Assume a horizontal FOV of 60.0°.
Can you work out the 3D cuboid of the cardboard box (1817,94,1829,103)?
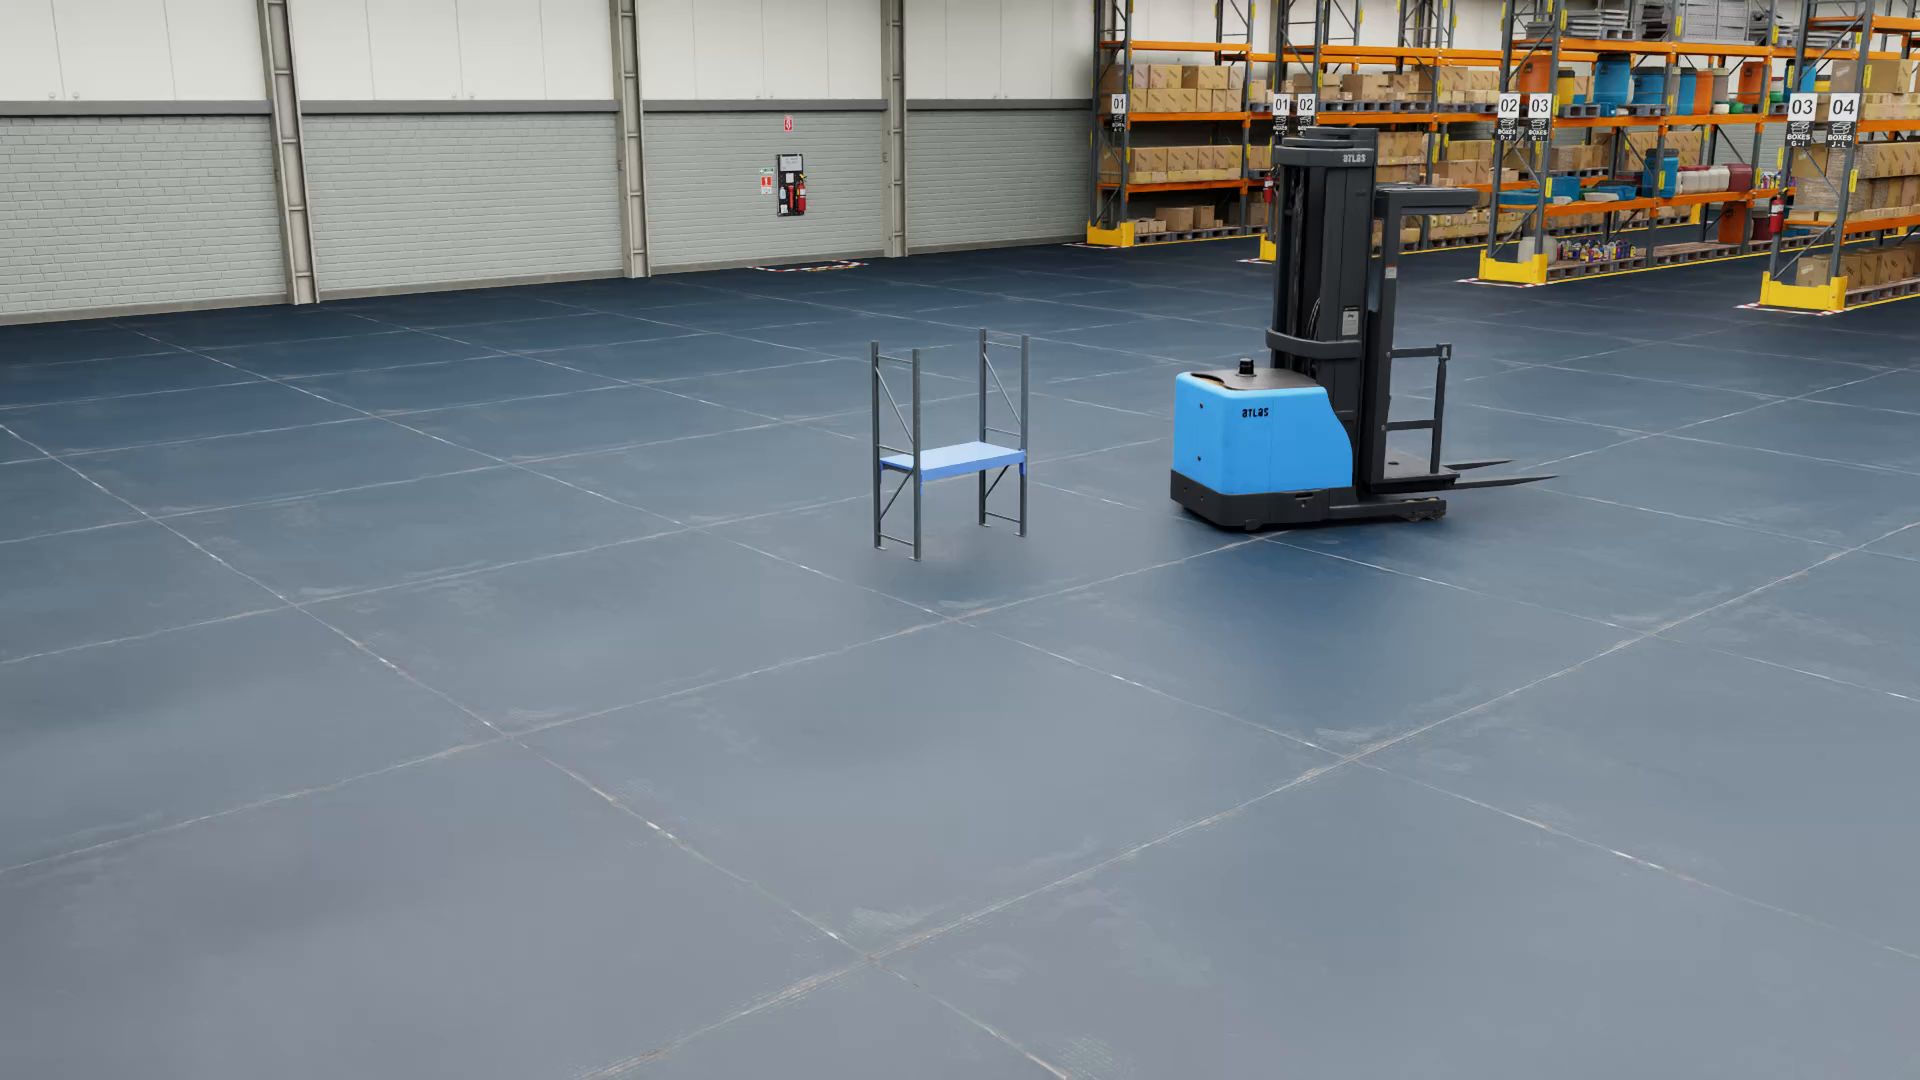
[{"bbox_3d":[13.011,-6.741,25.380,0.250,0.149,0.380,-13,19,-39],"label":"cardboard box"}]

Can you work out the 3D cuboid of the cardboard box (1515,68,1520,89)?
[{"bbox_3d":[12.875,-10.402,37.435,0.500,0.500,0.500,-13,19,-39],"label":"cardboard box"}]

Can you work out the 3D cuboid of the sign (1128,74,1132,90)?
[{"bbox_3d":[3.608,-9.723,35.331,0.005,0.325,0.100,-13,19,-39],"label":"sign"}]

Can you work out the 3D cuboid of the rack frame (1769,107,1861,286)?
[{"bbox_3d":[13.006,-5.064,25.396,0.127,3.000,1.000,-13,19,-39],"label":"rack frame"}]

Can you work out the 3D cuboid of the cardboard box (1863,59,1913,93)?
[{"bbox_3d":[14.304,-7.146,25.638,0.500,0.500,0.500,-13,20,-40],"label":"cardboard box"}]

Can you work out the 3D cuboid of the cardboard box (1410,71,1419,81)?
[{"bbox_3d":[11.554,-11.939,42.821,0.500,0.250,0.500,-11,18,-35],"label":"cardboard box"}]

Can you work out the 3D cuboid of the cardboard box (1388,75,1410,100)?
[{"bbox_3d":[8.971,-9.405,34.556,0.500,0.500,0.500,-11,18,-35],"label":"cardboard box"}]

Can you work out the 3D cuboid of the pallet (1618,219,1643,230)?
[{"bbox_3d":[16.078,-7.795,41.024,1.213,0.211,1.003,-13,19,-39],"label":"pallet"}]

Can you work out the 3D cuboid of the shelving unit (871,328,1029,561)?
[{"bbox_3d":[-0.064,-0.710,12.002,1.048,1.500,0.538,-13,19,-39],"label":"shelving unit"}]

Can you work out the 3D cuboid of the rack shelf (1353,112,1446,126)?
[{"bbox_3d":[10.796,-10.753,42.274,4.000,0.370,1.077,-13,19,-39],"label":"rack shelf"}]

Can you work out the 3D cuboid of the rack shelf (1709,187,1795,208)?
[{"bbox_3d":[17.299,-7.375,35.441,4.000,0.370,1.077,-13,19,-39],"label":"rack shelf"}]

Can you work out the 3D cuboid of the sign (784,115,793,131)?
[{"bbox_3d":[-3.275,-7.954,31.725,0.199,0.298,0.001,-13,19,-39],"label":"sign"}]

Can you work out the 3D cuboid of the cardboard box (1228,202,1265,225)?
[{"bbox_3d":[6.814,-7.767,39.508,0.500,0.500,0.700,-12,19,-38],"label":"cardboard box"}]

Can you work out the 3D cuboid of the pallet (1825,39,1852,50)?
[{"bbox_3d":[18.204,-10.529,35.371,1.213,0.211,1.003,-13,19,-39],"label":"pallet"}]

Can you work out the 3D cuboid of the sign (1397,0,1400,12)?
[{"bbox_3d":[9.159,-11.162,34.638,0.005,0.325,0.100,-13,19,-39],"label":"sign"}]

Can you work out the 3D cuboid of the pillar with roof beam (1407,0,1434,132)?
[{"bbox_3d":[15.091,-12.337,40.999,0.400,9.000,9.100,-13,19,-39],"label":"pillar with roof beam"}]

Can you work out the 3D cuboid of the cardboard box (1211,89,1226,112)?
[{"bbox_3d":[5.661,-9.925,37.549,0.500,0.500,0.500,14,20,42],"label":"cardboard box"}]

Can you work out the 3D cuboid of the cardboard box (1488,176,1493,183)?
[{"bbox_3d":[11.616,-8.000,36.875,0.250,0.149,0.380,-11,18,-35],"label":"cardboard box"}]

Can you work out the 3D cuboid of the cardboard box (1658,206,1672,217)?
[{"bbox_3d":[17.592,-8.293,41.959,0.500,0.250,0.500,-13,19,-39],"label":"cardboard box"}]

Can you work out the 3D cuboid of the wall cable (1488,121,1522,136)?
[{"bbox_3d":[15.667,-11.559,47.744,1.851,1.984,0.084,-13,19,-39],"label":"wall cable"}]

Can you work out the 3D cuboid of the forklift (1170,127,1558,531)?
[{"bbox_3d":[3.245,-1.682,12.869,3.031,2.935,1.130,-4,16,-16],"label":"forklift"}]

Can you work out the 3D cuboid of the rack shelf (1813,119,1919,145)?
[{"bbox_3d":[14.515,-6.505,26.370,4.000,0.370,1.077,-13,19,-39],"label":"rack shelf"}]

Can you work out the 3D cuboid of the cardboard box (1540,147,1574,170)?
[{"bbox_3d":[13.758,-8.846,38.547,0.500,0.500,0.700,-9,17,-29],"label":"cardboard box"}]

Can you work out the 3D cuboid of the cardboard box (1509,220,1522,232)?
[{"bbox_3d":[12.305,-7.086,37.481,0.500,0.250,0.500,-12,19,-38],"label":"cardboard box"}]

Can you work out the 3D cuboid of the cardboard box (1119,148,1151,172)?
[{"bbox_3d":[3.809,-8.279,36.230,0.500,0.500,0.500,-13,19,-39],"label":"cardboard box"}]

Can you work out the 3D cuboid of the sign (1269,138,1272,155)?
[{"bbox_3d":[6.161,-7.775,32.843,0.005,0.325,0.100,-13,19,-39],"label":"sign"}]

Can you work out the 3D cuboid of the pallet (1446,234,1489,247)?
[{"bbox_3d":[10.975,-6.664,36.789,1.213,0.211,1.003,-13,19,-39],"label":"pallet"}]

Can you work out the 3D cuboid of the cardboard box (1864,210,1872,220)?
[{"bbox_3d":[13.953,-5.069,25.901,0.250,0.149,0.380,-13,19,-39],"label":"cardboard box"}]

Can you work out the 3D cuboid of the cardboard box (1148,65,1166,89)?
[{"bbox_3d":[4.113,-10.040,36.043,0.500,0.500,0.500,-13,20,-40],"label":"cardboard box"}]

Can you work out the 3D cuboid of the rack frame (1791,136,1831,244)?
[{"bbox_3d":[18.808,-8.061,36.616,0.127,3.000,1.000,-13,19,-39],"label":"rack frame"}]

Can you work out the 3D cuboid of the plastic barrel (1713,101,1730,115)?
[{"bbox_3d":[14.984,-8.505,32.734,0.301,0.262,0.301,0,15,0],"label":"plastic barrel"}]

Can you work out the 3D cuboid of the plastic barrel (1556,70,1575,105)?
[{"bbox_3d":[10.532,-7.989,29.356,0.600,0.588,0.600,0,15,0],"label":"plastic barrel"}]

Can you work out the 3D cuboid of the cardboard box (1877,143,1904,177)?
[{"bbox_3d":[14.358,-5.948,25.996,0.500,0.500,0.500,-13,19,-39],"label":"cardboard box"}]

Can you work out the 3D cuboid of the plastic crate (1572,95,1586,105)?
[{"bbox_3d":[10.996,-7.851,30.050,0.575,0.384,0.392,-13,19,-39],"label":"plastic crate"}]

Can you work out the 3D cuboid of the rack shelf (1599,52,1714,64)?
[{"bbox_3d":[17.068,-11.914,40.816,4.000,0.370,1.077,-13,19,-39],"label":"rack shelf"}]

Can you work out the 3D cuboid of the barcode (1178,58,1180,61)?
[{"bbox_3d":[4.938,-10.850,37.563,0.075,0.075,0.001,-13,19,-39],"label":"barcode"}]

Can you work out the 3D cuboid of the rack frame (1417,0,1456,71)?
[{"bbox_3d":[12.304,-12.888,43.063,0.127,3.000,1.000,-13,19,-39],"label":"rack frame"}]

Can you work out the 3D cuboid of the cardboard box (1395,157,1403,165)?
[{"bbox_3d":[8.878,-7.814,34.240,0.250,0.149,0.380,-13,20,-39],"label":"cardboard box"}]

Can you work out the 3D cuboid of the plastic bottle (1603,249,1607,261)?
[{"bbox_3d":[11.891,-5.262,30.707,0.097,0.201,0.097,0,15,0],"label":"plastic bottle"}]

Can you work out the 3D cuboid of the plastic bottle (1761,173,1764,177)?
[{"bbox_3d":[17.177,-7.723,35.601,0.097,0.271,0.097,0,15,0],"label":"plastic bottle"}]

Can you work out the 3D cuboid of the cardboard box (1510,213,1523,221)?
[{"bbox_3d":[12.308,-7.357,37.409,0.500,0.311,0.500,-12,19,-38],"label":"cardboard box"}]

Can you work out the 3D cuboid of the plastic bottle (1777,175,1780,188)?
[{"bbox_3d":[17.058,-7.486,34.713,0.097,0.271,0.097,0,15,0],"label":"plastic bottle"}]

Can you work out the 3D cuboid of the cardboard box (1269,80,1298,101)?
[{"bbox_3d":[7.665,-10.621,39.380,0.500,0.500,0.500,-14,20,-41],"label":"cardboard box"}]

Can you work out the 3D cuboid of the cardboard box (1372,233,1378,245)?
[{"bbox_3d":[8.190,-6.169,34.047,0.500,0.250,0.500,-13,19,-39],"label":"cardboard box"}]

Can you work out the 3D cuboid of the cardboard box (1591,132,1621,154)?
[{"bbox_3d":[15.770,-9.694,40.596,0.500,0.500,0.500,-13,19,-39],"label":"cardboard box"}]

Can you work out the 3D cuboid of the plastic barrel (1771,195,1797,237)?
[{"bbox_3d":[17.852,-7.041,36.051,0.708,0.901,0.600,-13,19,-39],"label":"plastic barrel"}]

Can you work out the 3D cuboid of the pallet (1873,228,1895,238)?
[{"bbox_3d":[21.178,-7.259,39.018,1.213,0.211,1.003,-13,19,-39],"label":"pallet"}]

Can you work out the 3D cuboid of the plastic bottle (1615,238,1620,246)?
[{"bbox_3d":[12.381,-5.502,31.314,0.185,0.351,0.144,-13,19,-39],"label":"plastic bottle"}]

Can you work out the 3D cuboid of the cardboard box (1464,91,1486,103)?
[{"bbox_3d":[11.006,-9.562,35.901,0.500,0.250,0.500,14,20,42],"label":"cardboard box"}]

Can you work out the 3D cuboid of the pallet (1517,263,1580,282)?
[{"bbox_3d":[10.398,-4.840,29.960,1.213,0.211,1.003,-13,19,-39],"label":"pallet"}]

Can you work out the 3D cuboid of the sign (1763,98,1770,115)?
[{"bbox_3d":[16.157,-8.676,33.310,0.005,0.325,0.100,-13,19,-39],"label":"sign"}]
